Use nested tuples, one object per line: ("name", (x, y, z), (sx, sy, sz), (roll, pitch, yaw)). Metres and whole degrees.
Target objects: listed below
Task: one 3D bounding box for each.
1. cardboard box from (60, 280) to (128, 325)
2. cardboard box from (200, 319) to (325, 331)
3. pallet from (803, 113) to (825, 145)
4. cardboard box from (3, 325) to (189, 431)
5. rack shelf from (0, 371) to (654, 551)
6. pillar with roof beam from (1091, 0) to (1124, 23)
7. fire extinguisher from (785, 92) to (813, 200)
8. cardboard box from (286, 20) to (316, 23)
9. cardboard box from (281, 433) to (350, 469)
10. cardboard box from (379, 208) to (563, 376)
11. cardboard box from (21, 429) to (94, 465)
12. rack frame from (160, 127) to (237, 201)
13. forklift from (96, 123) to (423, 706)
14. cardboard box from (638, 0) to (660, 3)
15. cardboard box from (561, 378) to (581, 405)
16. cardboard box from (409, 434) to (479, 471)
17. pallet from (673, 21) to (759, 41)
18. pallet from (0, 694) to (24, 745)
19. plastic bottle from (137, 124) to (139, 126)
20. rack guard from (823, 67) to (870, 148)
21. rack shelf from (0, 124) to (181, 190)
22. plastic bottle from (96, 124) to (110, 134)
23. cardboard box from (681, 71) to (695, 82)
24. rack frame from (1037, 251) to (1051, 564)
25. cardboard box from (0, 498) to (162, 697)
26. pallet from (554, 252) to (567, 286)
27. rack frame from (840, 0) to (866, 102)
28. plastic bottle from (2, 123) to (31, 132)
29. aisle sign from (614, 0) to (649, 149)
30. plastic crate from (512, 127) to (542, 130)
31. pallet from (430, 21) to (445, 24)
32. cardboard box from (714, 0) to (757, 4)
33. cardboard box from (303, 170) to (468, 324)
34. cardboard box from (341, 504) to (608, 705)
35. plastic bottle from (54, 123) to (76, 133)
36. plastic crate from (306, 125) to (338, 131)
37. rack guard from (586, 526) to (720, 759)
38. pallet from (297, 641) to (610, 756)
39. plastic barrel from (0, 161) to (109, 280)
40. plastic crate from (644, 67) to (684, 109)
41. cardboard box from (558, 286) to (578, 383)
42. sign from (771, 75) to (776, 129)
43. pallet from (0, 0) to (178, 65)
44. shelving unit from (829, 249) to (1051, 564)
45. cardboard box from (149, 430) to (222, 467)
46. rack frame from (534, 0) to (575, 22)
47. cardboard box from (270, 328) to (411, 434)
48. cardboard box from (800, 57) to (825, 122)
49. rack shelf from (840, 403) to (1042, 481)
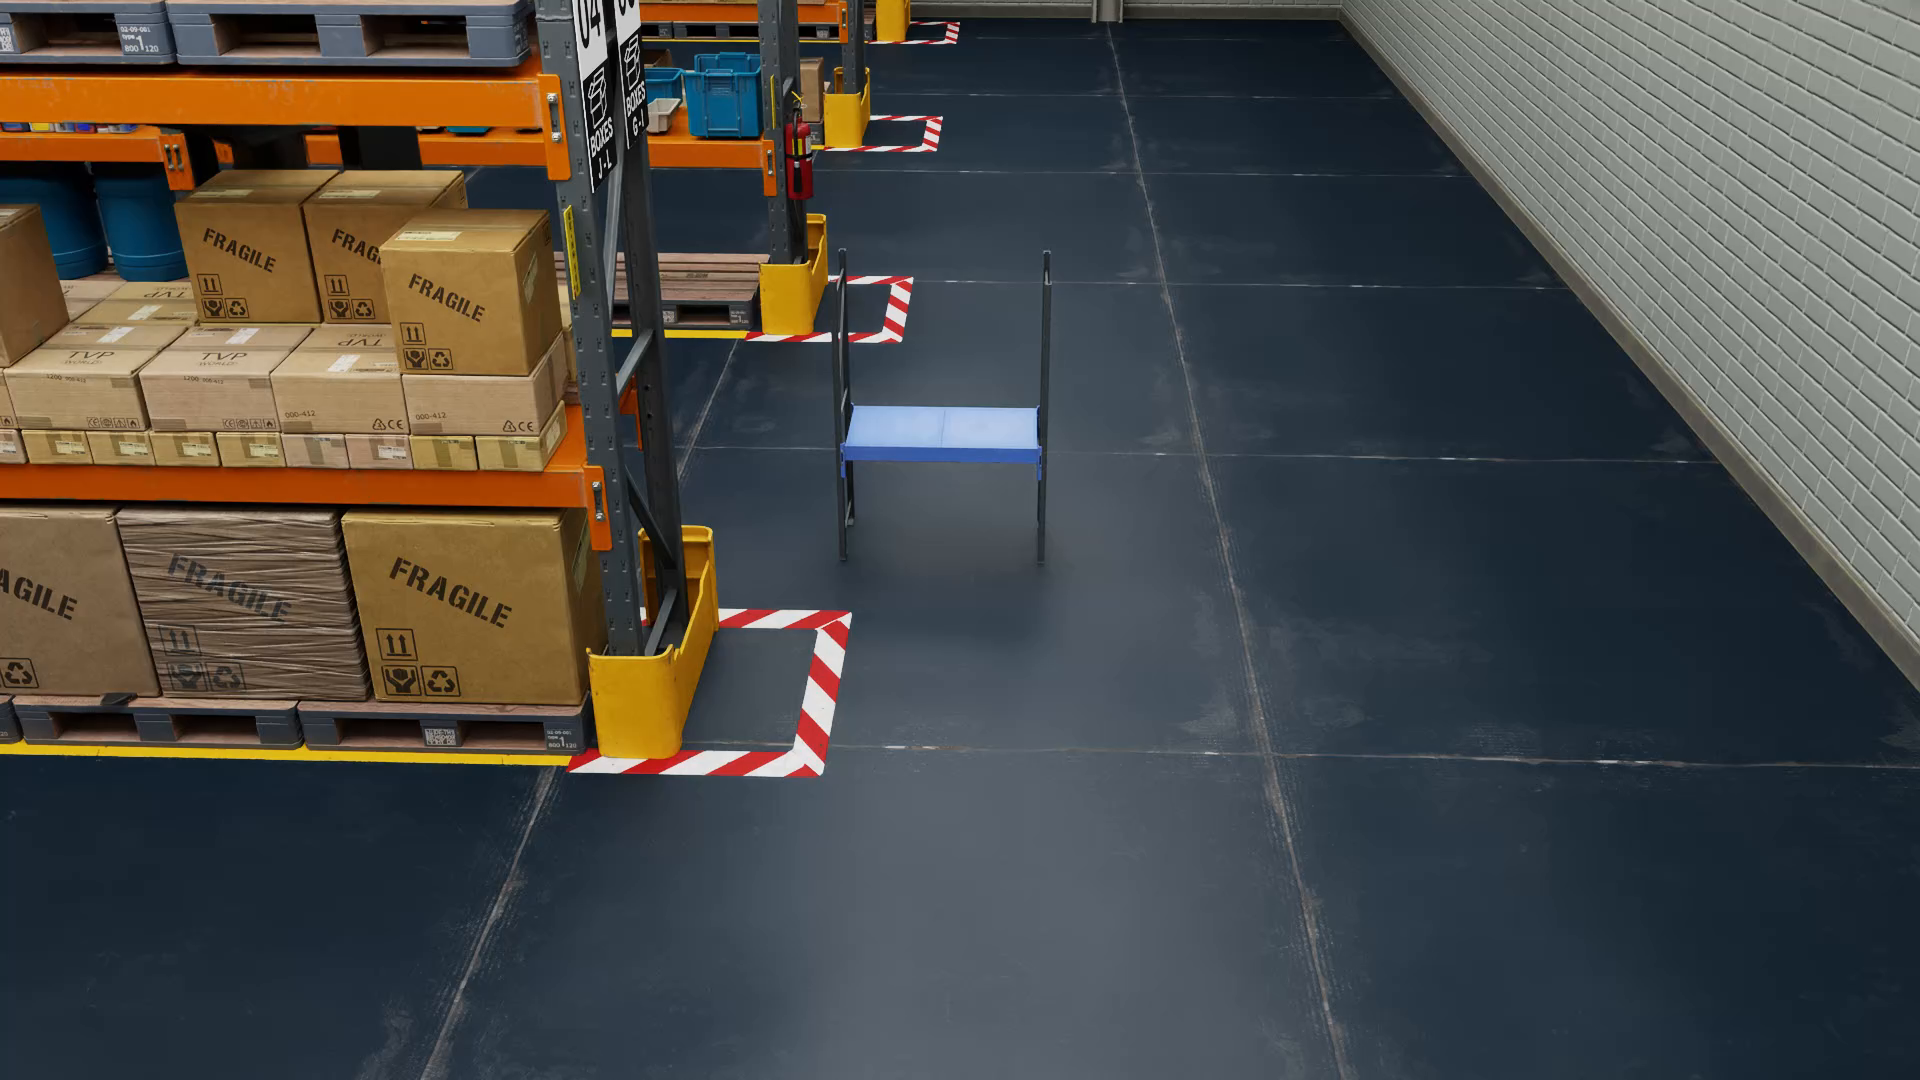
("cardboard box", (-3.889, -0.909, 7.104), (0.500, 0.250, 0.500), (2, 28, 3))
("cardboard box", (-2.861, -0.892, 7.073), (0.500, 0.250, 0.500), (0, 28, 0))
("pallet", (-1.888, -4.096, 16.252), (1.213, 0.211, 1.003), (1, 28, 2))
("cardboard box", (-3.399, -0.650, 6.616), (0.500, 0.250, 0.500), (1, 28, 2))
("rack shelf", (-3.368, -0.393, 7.056), (4.000, 0.370, 1.077), (1, 28, 2))
("pillar with roof beam", (1.732, -8.629, 15.420), (0.400, 9.000, 9.100), (1, 28, 2))
("fire extinguisher", (-1.059, -2.582, 10.898), (0.183, 0.674, 0.296), (1, 28, 2))
("cardboard box", (-6.487, -4.940, 16.265), (0.500, 0.250, 0.500), (1, 28, 2))
("cardboard box", (-2.498, -0.431, 6.629), (0.250, 0.149, 0.380), (1, 28, 3))
("cardboard box", (-1.865, -0.959, 6.398), (0.500, 0.500, 0.500), (1, 28, 2))
("cardboard box", (-3.525, -0.447, 6.659), (0.250, 0.149, 0.380), (0, 28, 0))
("rack frame", (-5.192, -3.062, 11.323), (0.127, 3.000, 1.000), (1, 28, 2))
("forklift", (-3.224, -1.116, 7.725), (1.130, 2.935, 3.031), (12, 30, 22))
("cardboard box", (-2.993, -5.265, 15.372), (0.500, 0.500, 0.500), (1, 28, 1))
("cardboard box", (-1.712, -0.727, 7.187), (0.250, 0.149, 0.380), (1, 28, 2))
("cardboard box", (-1.996, -0.422, 6.611), (0.250, 0.149, 0.380), (1, 28, 2))
("pallet", (-2.862, -6.399, 20.596), (1.213, 0.211, 1.003), (1, 28, 2))
("pallet", (-4.609, 0.538, 7.510), (1.213, 0.211, 1.003), (1, 28, 2))
("plastic bottle", (-5.611, -2.888, 11.208), (0.097, 0.201, 0.097), (0, 28, 0))
("rack guard", (-1.092, -4.211, 16.160), (0.348, 0.500, 1.175), (1, 28, 2))
("rack shelf", (-7.190, -2.777, 11.554), (4.000, 0.370, 1.077), (1, 28, 2))
("plastic bottle", (-5.714, -2.818, 11.076), (0.097, 0.201, 0.097), (0, 28, 0))
("cardboard box", (-2.548, -4.452, 16.412), (0.500, 0.250, 0.500), (1, 28, 2))
("rack frame", (0.423, -0.656, 8.386), (0.032, 1.500, 0.500), (1, 28, 2))
("cardboard box", (-3.810, 0.073, 7.230), (0.875, 0.875, 0.875), (1, 28, 2))
("pallet", (-3.233, -1.817, 11.952), (1.213, 0.211, 1.003), (1, 28, 2))
("rack frame", (-1.016, -5.314, 15.572), (0.127, 3.000, 1.000), (1, 28, 2))
("plastic bottle", (-6.307, -2.905, 11.080), (0.185, 0.351, 0.144), (1, 28, 2))
("aisle sign", (-1.286, -1.965, 6.479), (0.004, 0.787, 0.394), (1, 28, 2))
("plastic crate", (-2.880, -2.835, 11.114), (0.250, 0.136, 0.298), (1, 28, 2))
("pallet", (-6.838, -6.463, 20.717), (1.213, 0.211, 1.003), (1, 28, 2))
("cardboard box", (-1.991, -5.245, 15.336), (0.500, 0.500, 0.500), (1, 28, 2))
("cardboard box", (-2.339, -1.217, 6.884), (0.500, 0.500, 0.500), (0, 28, 1))
("cardboard box", (-2.011, 0.103, 7.174), (0.875, 0.875, 0.875), (1, 28, 2))
("plastic bottle", (-5.962, -2.868, 11.091), (0.135, 0.276, 0.152), (1, 28, 2))
("plastic crate", (-4.308, -2.985, 11.045), (0.583, 0.464, 0.402), (1, 28, 2))
("rack guard", (-1.345, 0.427, 7.410), (0.348, 0.500, 1.175), (1, 28, 2))
("pallet", (-2.171, 0.578, 7.434), (1.213, 0.211, 1.003), (1, 28, 2))
("plastic barrel", (-6.442, -2.349, 11.771), (0.708, 0.901, 0.600), (1, 28, 2))
("plastic crate", (-2.087, -3.117, 11.543), (0.300, 0.233, 0.416), (1, 28, 2))
("cardboard box", (-1.839, -0.877, 7.044), (0.500, 0.250, 0.500), (0, 28, 0))
("sign", (-1.197, -2.810, 10.674), (0.005, 0.325, 0.100), (1, 28, 2))
("pallet", (-3.333, -1.990, 6.193), (1.213, 0.211, 1.003), (1, 28, 2))
("shelving unit", (-0.085, -0.664, 8.401), (1.048, 1.500, 0.538), (1, 28, 2))
("cardboard box", (-3.016, -0.438, 6.643), (0.250, 0.149, 0.380), (1, 28, 2))
("rack frame", (-1.369, -3.328, 5.420), (0.127, 3.000, 1.000), (1, 28, 2))
("cardboard box", (-2.370, -0.635, 6.588), (0.500, 0.250, 0.500), (0, 28, 1))
("cardboard box", (-1.568, -4.298, 15.854), (0.500, 0.500, 0.500), (1, 28, 2))
("rack shelf", (-0.085, -0.505, 8.486), (1.000, 0.185, 0.538), (1, 28, 2))
